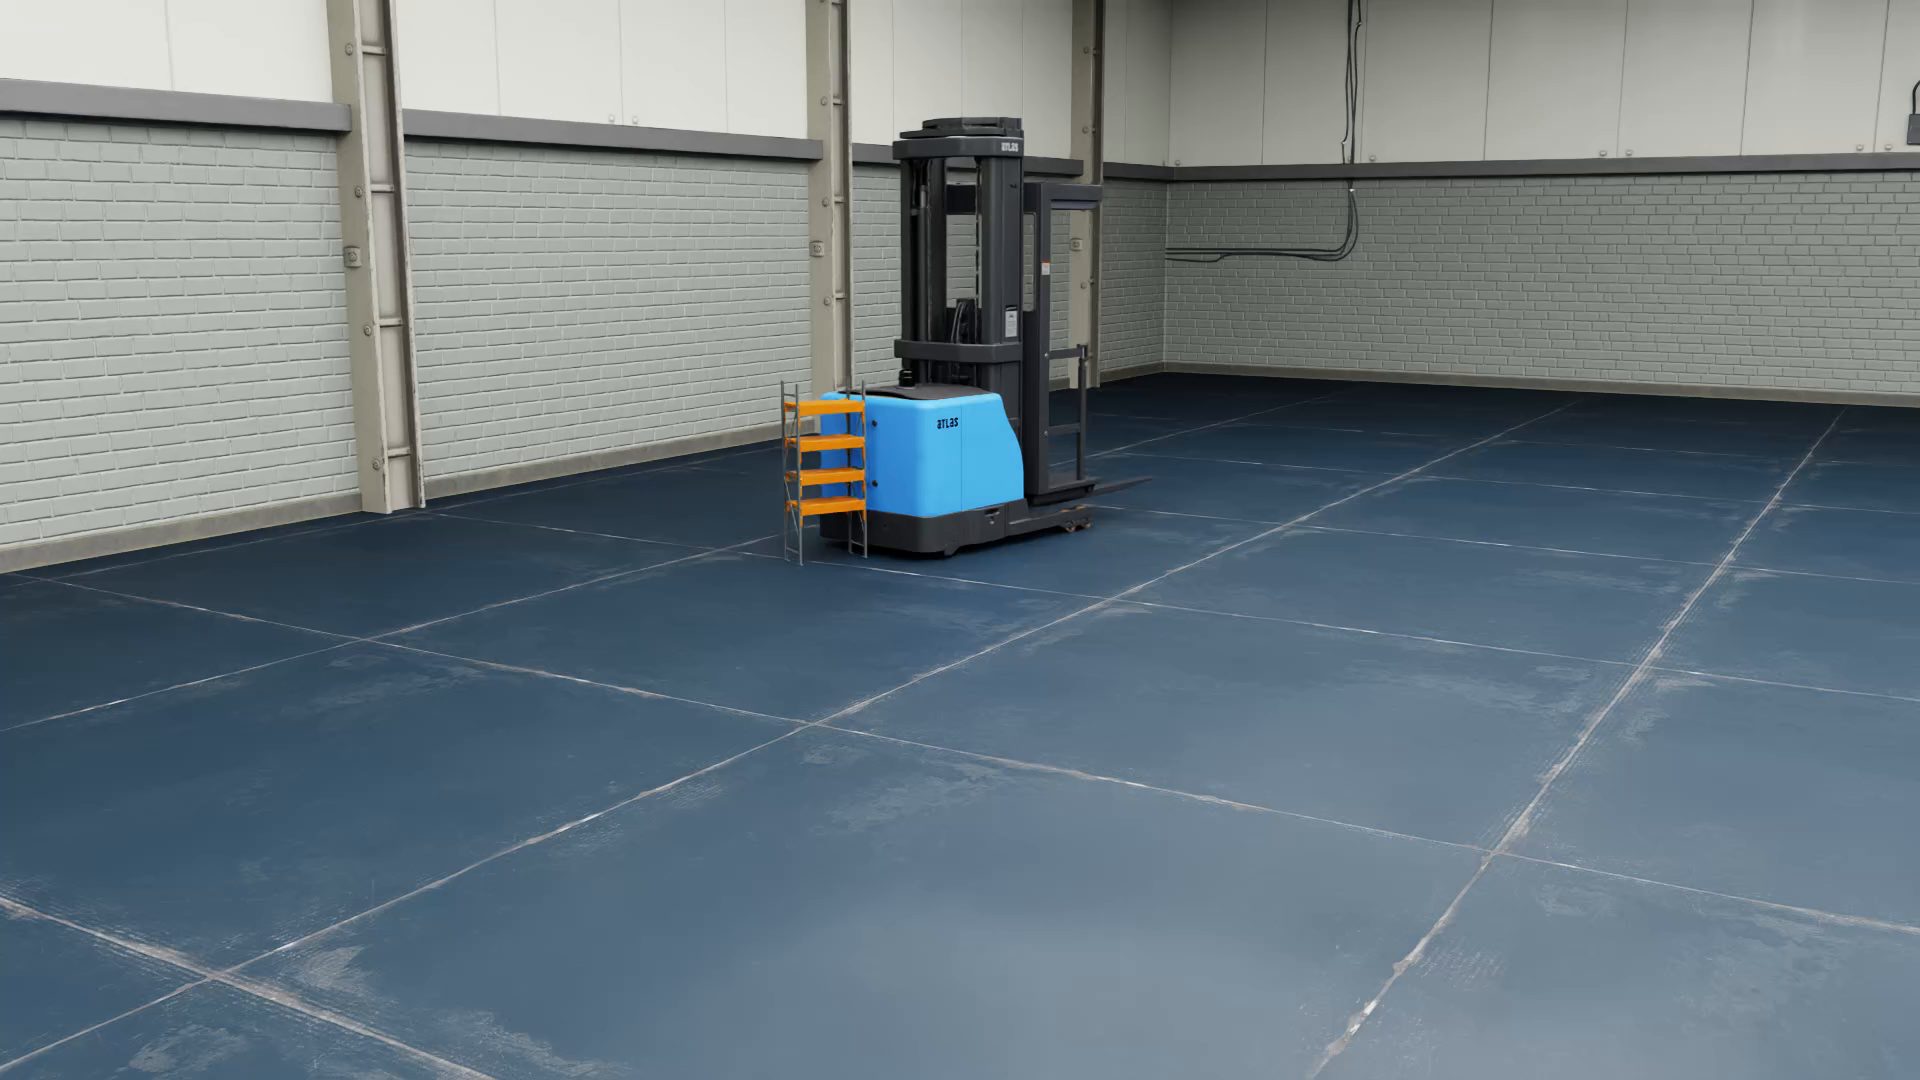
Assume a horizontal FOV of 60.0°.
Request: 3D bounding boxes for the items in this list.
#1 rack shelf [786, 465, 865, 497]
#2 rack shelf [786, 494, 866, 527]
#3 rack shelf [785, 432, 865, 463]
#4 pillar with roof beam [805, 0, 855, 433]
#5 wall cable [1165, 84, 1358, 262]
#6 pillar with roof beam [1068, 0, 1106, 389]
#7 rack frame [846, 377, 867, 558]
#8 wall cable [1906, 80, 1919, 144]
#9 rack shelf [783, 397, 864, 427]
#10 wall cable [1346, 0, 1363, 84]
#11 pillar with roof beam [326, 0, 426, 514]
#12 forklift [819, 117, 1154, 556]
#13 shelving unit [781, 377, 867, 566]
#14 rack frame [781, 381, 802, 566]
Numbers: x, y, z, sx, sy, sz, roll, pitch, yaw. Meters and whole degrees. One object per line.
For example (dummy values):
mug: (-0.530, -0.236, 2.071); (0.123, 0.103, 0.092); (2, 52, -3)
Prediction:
rack shelf: (-0.903, -0.395, 11.083); (0.480, 0.148, 0.258); (-6, 12, -31)
rack shelf: (-0.903, -0.200, 11.119); (0.480, 0.148, 0.258); (-6, 12, -31)
rack shelf: (-0.903, -0.615, 11.042); (0.480, 0.148, 0.258); (-6, 12, -31)
pillar with roof beam: (2.296, -5.205, 15.216); (9.100, 9.000, 0.400); (6, 12, 31)
wall cable: (4.391, -5.371, 24.539); (3.097, 2.526, 0.112); (6, 12, 31)
pillar with roof beam: (5.411, -6.149, 20.257); (9.100, 9.000, 0.400); (6, 12, 31)
rack frame: (-0.695, -0.485, 11.196); (0.015, 1.200, 0.240); (-6, 12, -31)
wall cable: (12.497, -7.659, 19.083); (2.305, 6.003, 0.169); (6, 12, 31)
rack shelf: (-0.903, -0.847, 10.998); (0.480, 0.148, 0.258); (-6, 12, -31)
wall cable: (6.703, -7.595, 22.694); (3.097, 2.526, 0.112); (6, 12, 31)
pillar with roof beam: (-0.819, -4.261, 10.176); (9.100, 9.000, 0.400); (6, 12, 31)
forklift: (0.343, -1.553, 12.197); (1.130, 2.935, 3.031); (9, 14, 39)
shelving unit: (-0.903, -0.461, 11.071); (0.503, 1.200, 0.258); (-6, 12, -31)
rack frame: (-1.110, -0.437, 10.945); (0.015, 1.200, 0.240); (-6, 12, -31)
